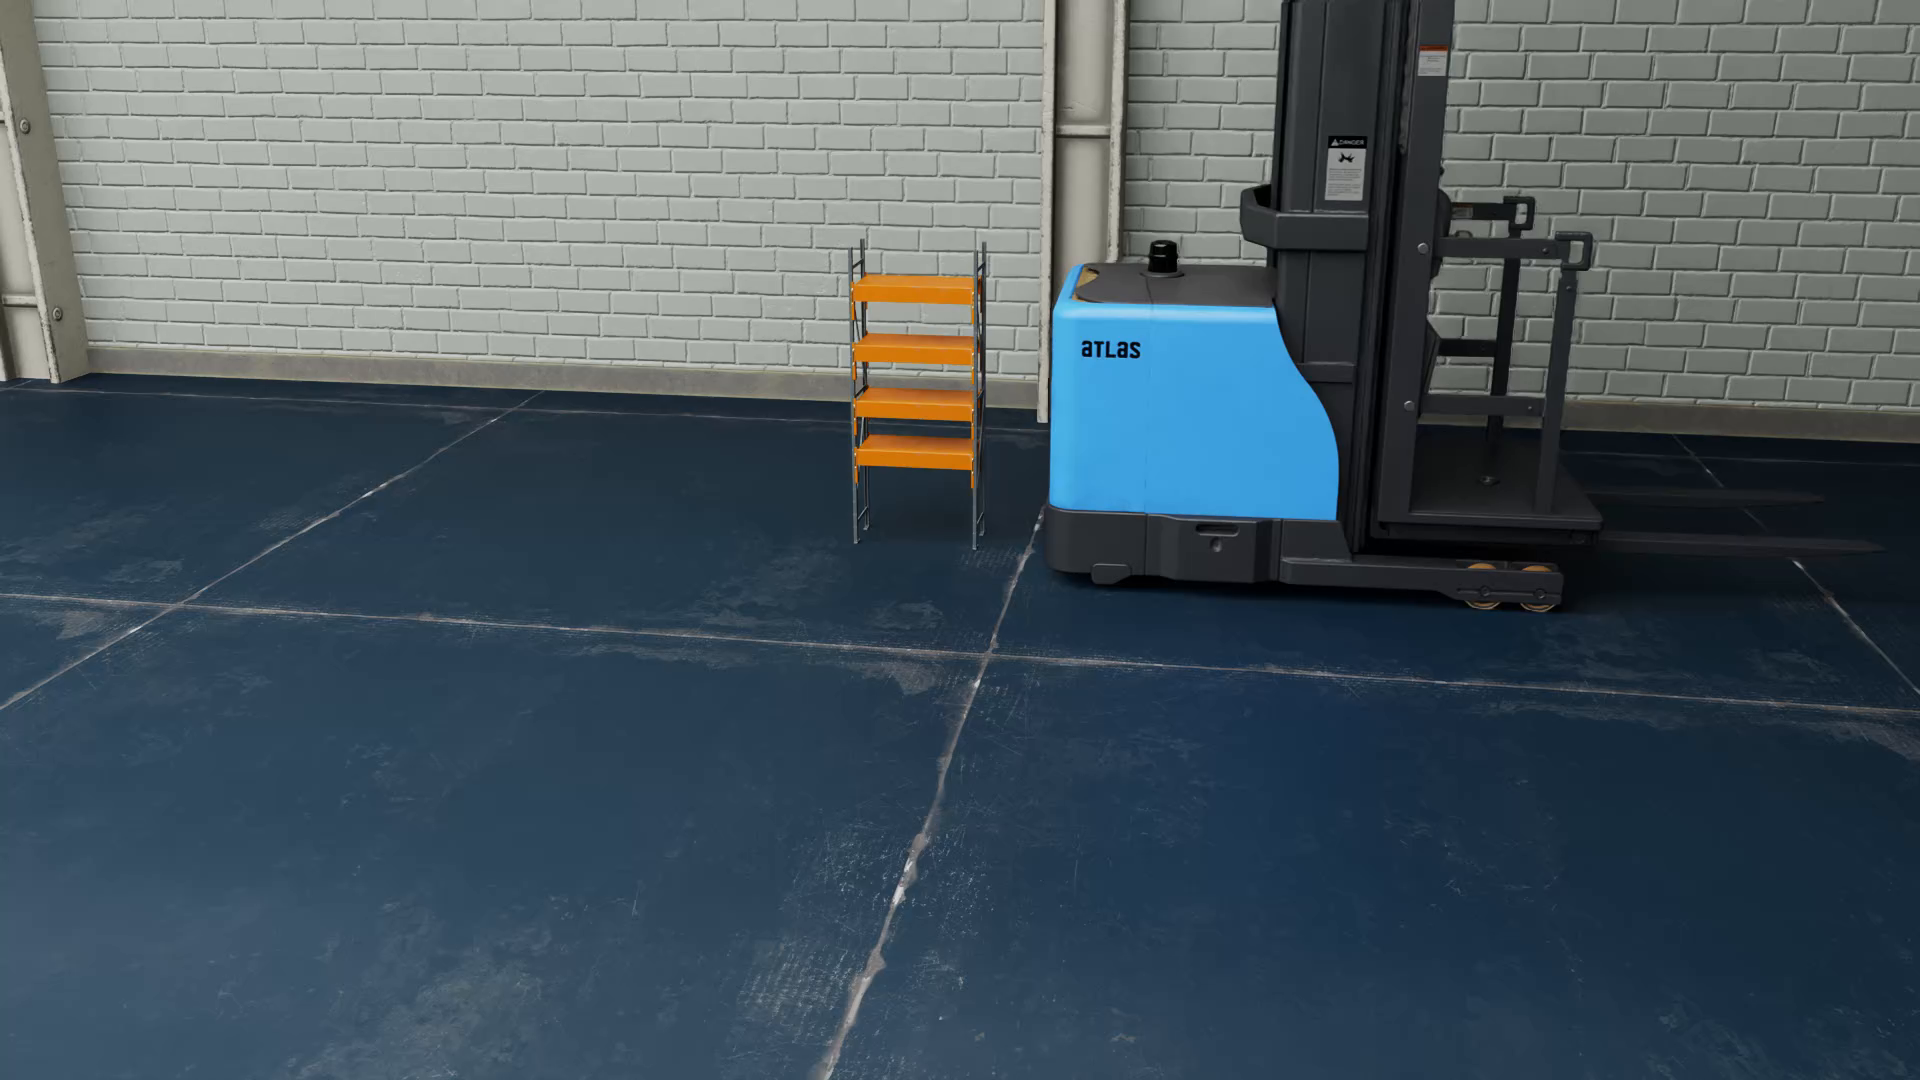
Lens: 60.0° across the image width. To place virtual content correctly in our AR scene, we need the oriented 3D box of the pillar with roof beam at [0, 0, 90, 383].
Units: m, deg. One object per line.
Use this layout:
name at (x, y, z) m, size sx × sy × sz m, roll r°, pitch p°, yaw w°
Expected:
pillar with roof beam at (-5.986, -3.871, 4.189) m, size 0.400 × 9.000 × 9.100 m, roll 3°, pitch 19°, yaw 9°

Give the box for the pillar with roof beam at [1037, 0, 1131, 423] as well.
pillar with roof beam at (-0.062, -3.569, 3.287) m, size 0.400 × 9.000 × 9.100 m, roll 3°, pitch 19°, yaw 9°

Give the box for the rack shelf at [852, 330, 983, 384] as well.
rack shelf at (-0.163, -0.726, 6.588) m, size 0.480 × 0.148 × 0.258 m, roll 3°, pitch 19°, yaw 9°

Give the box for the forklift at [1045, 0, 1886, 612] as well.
forklift at (1.879, -1.308, 6.093) m, size 3.031 × 2.935 × 1.130 m, roll 2°, pitch 19°, yaw 7°

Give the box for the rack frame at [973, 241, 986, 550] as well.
rack frame at (0.077, -0.565, 6.601) m, size 0.015 × 1.200 × 0.240 m, roll 3°, pitch 19°, yaw 9°

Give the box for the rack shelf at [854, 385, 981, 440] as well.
rack shelf at (-0.163, -0.514, 6.659) m, size 0.480 × 0.148 × 0.258 m, roll 3°, pitch 19°, yaw 9°

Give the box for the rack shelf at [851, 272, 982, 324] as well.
rack shelf at (-0.163, -0.950, 6.513) m, size 0.480 × 0.148 × 0.258 m, roll 3°, pitch 19°, yaw 9°

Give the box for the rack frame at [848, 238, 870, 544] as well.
rack frame at (-0.404, -0.590, 6.674) m, size 0.015 × 1.200 × 0.240 m, roll 3°, pitch 19°, yaw 9°

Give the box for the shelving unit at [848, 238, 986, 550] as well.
shelving unit at (-0.163, -0.577, 6.638) m, size 0.503 × 1.200 × 0.258 m, roll 3°, pitch 19°, yaw 9°

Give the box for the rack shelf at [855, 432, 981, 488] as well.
rack shelf at (-0.163, -0.325, 6.722) m, size 0.480 × 0.148 × 0.258 m, roll 3°, pitch 19°, yaw 9°
